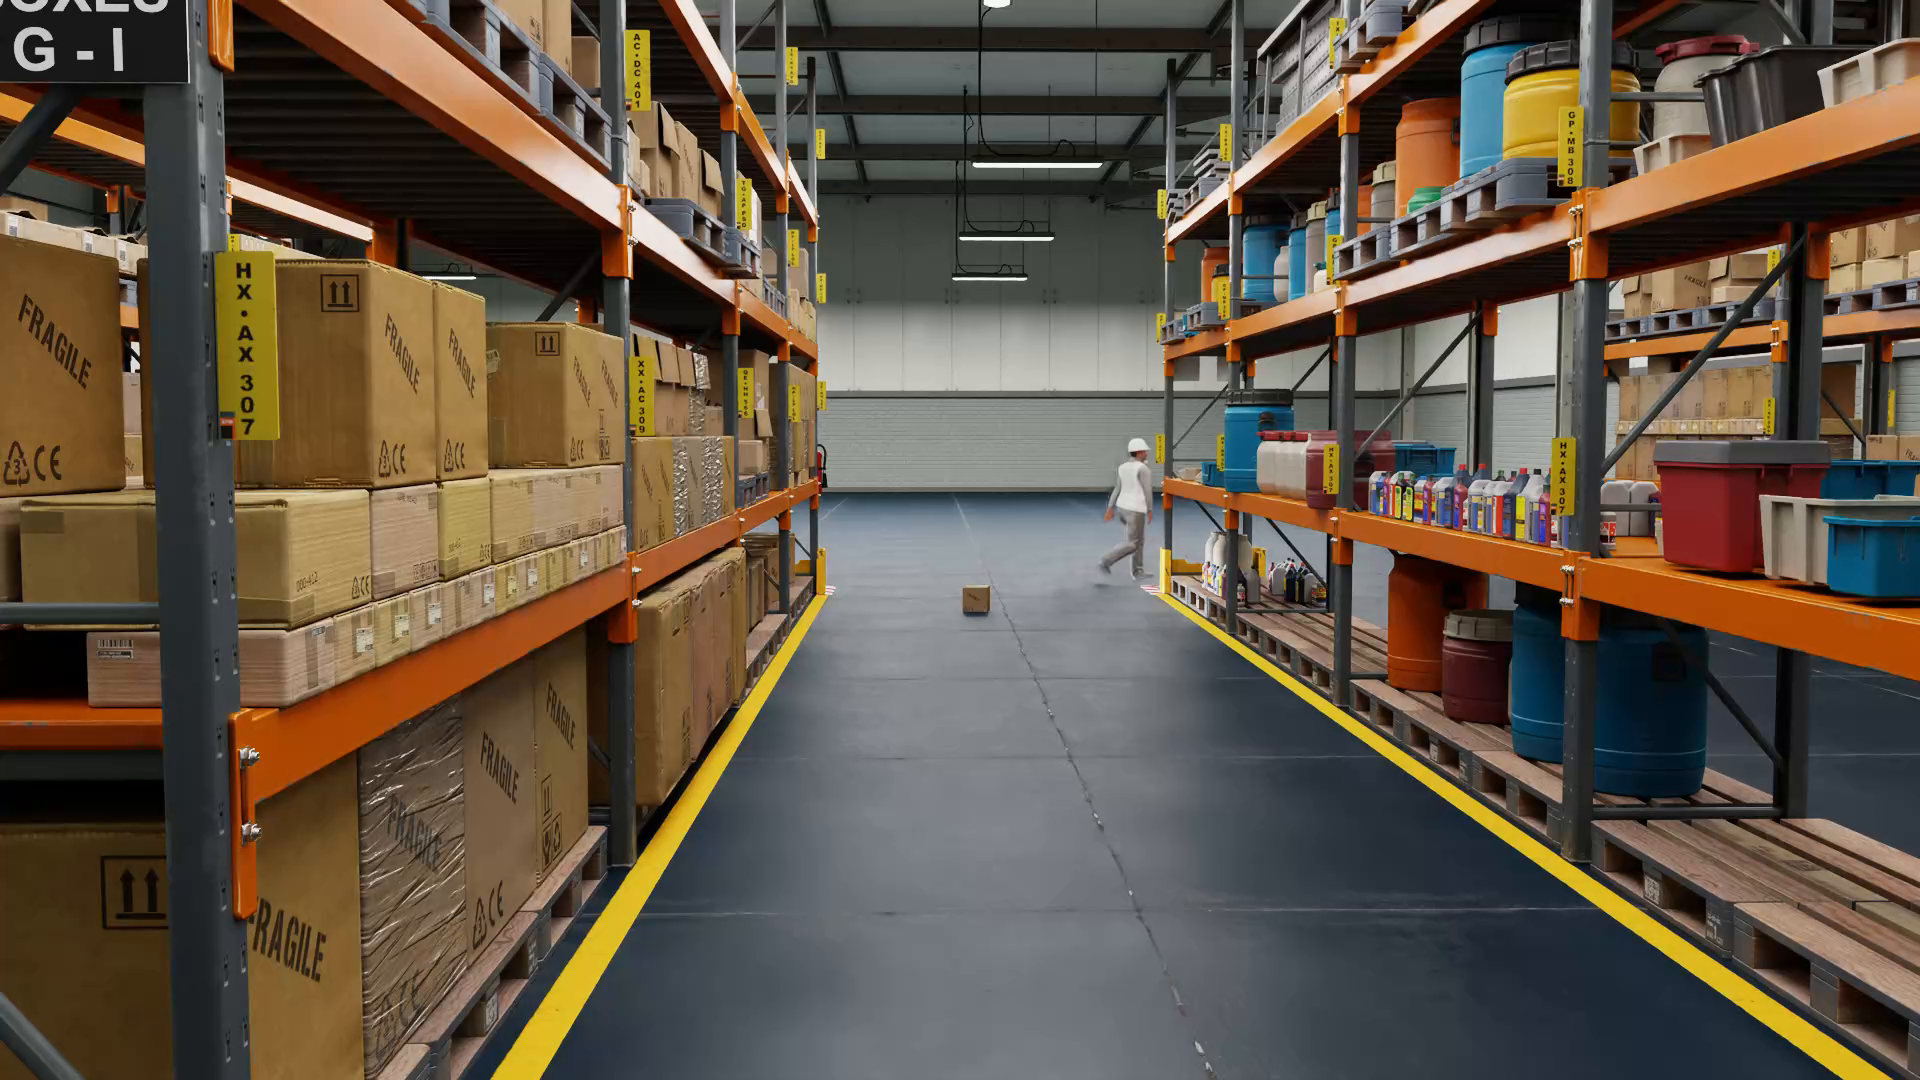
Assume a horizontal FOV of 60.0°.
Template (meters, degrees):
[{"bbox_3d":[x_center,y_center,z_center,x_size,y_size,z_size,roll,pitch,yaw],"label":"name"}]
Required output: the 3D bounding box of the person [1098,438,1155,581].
[{"bbox_3d":[2.059,-0.362,20.223,0.860,1.747,0.622,-2,4,-31],"label":"person"}]
